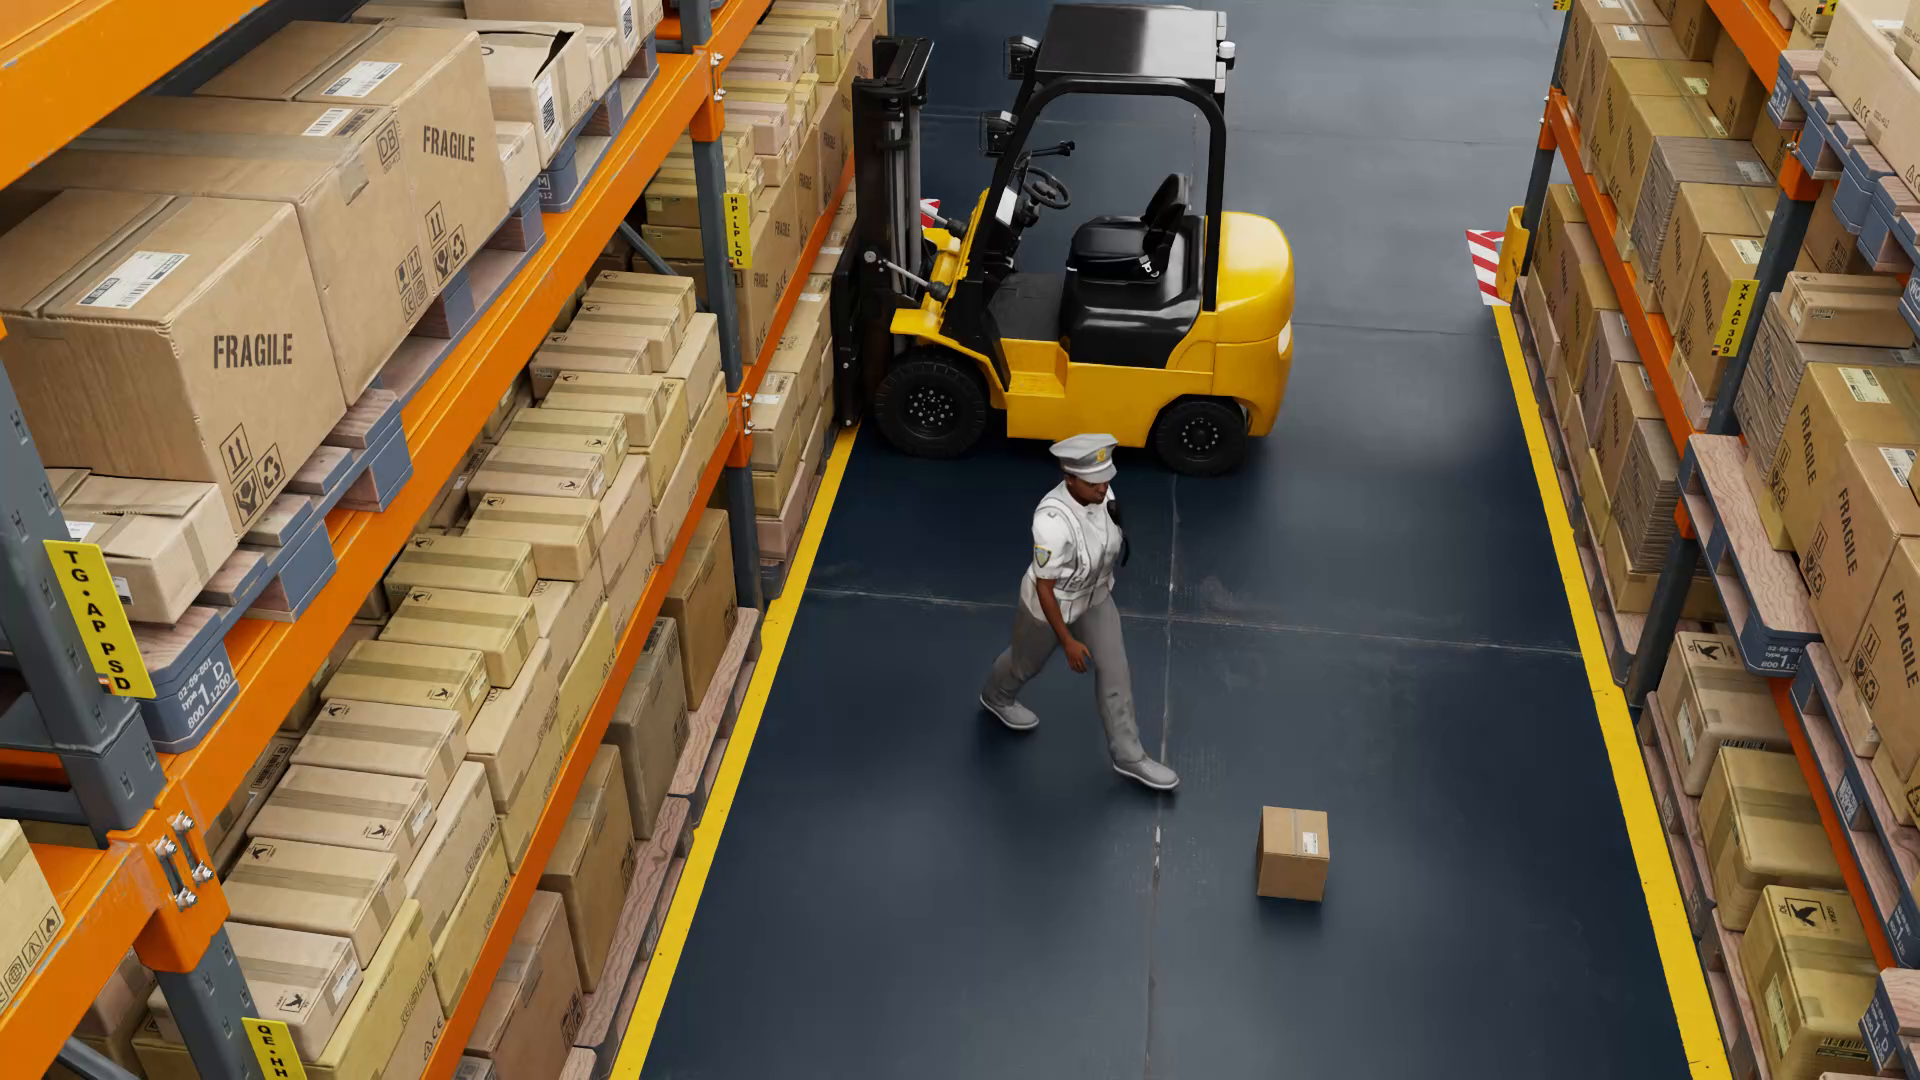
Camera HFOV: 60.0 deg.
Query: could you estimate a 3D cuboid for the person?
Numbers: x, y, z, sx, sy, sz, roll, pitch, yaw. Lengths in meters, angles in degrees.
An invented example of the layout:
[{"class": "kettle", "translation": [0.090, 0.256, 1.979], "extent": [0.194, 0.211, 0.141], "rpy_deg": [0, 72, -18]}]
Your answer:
[{"class": "person", "translation": [0.464, 0.258, 6.656], "extent": [0.476, 1.626, 0.965], "rpy_deg": [-28, 45, -33]}]
